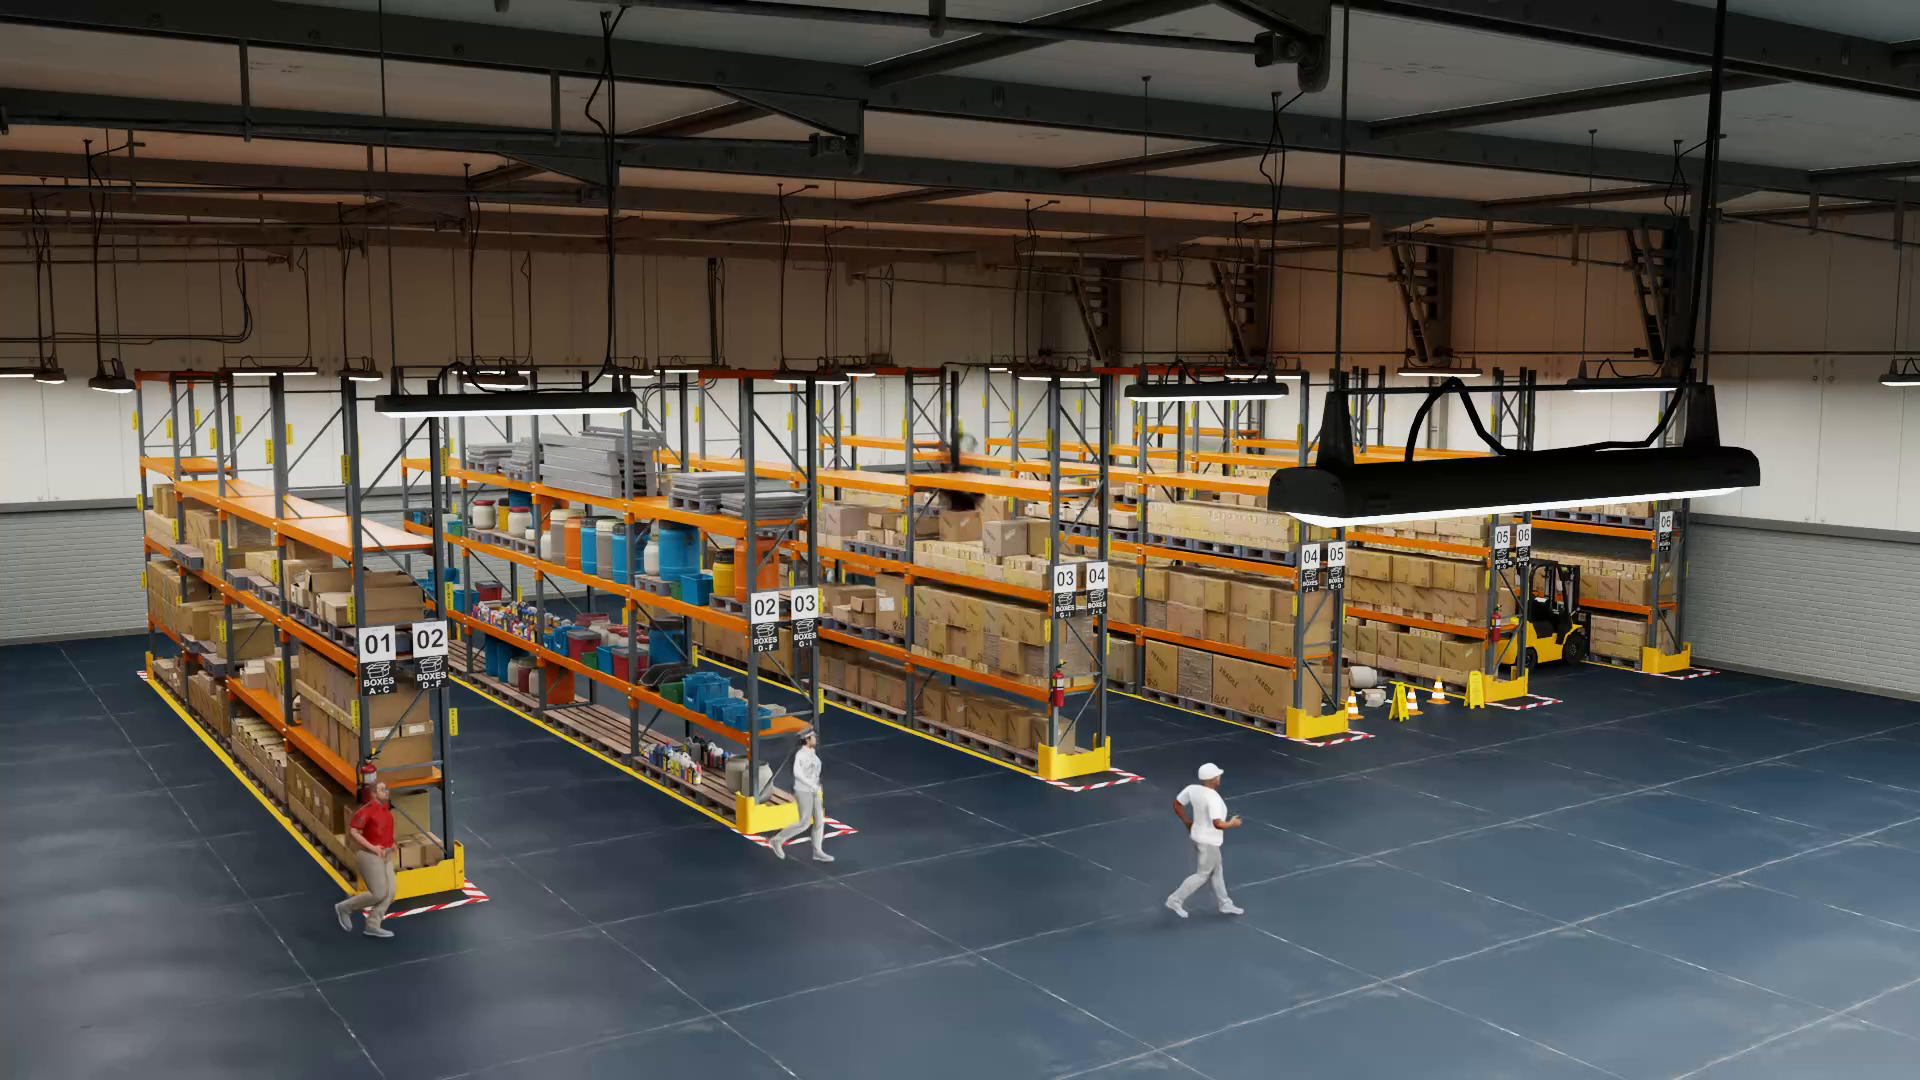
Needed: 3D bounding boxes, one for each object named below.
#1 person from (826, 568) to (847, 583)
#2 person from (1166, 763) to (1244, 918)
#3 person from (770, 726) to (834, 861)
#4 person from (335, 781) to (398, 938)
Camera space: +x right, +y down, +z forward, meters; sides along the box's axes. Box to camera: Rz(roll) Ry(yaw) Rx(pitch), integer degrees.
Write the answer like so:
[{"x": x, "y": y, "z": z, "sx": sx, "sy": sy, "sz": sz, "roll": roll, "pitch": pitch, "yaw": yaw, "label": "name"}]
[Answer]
[{"x": -3.108, "y": 0.693, "z": 42.360, "sx": 0.560, "sy": 1.723, "sz": 0.663, "roll": -5, "pitch": 8, "yaw": -36, "label": "person"}, {"x": 2.746, "y": 3.352, "z": 18.467, "sx": 0.984, "sy": 1.767, "sz": 0.690, "roll": -2, "pitch": 7, "yaw": -14, "label": "person"}, {"x": -1.941, "y": 3.152, "z": 20.850, "sx": 0.804, "sy": 1.651, "sz": 0.682, "roll": 1, "pitch": 6, "yaw": 7, "label": "person"}, {"x": -6.446, "y": 3.469, "z": 18.173, "sx": 0.603, "sy": 1.690, "sz": 0.672, "roll": 1, "pitch": 6, "yaw": 7, "label": "person"}]
